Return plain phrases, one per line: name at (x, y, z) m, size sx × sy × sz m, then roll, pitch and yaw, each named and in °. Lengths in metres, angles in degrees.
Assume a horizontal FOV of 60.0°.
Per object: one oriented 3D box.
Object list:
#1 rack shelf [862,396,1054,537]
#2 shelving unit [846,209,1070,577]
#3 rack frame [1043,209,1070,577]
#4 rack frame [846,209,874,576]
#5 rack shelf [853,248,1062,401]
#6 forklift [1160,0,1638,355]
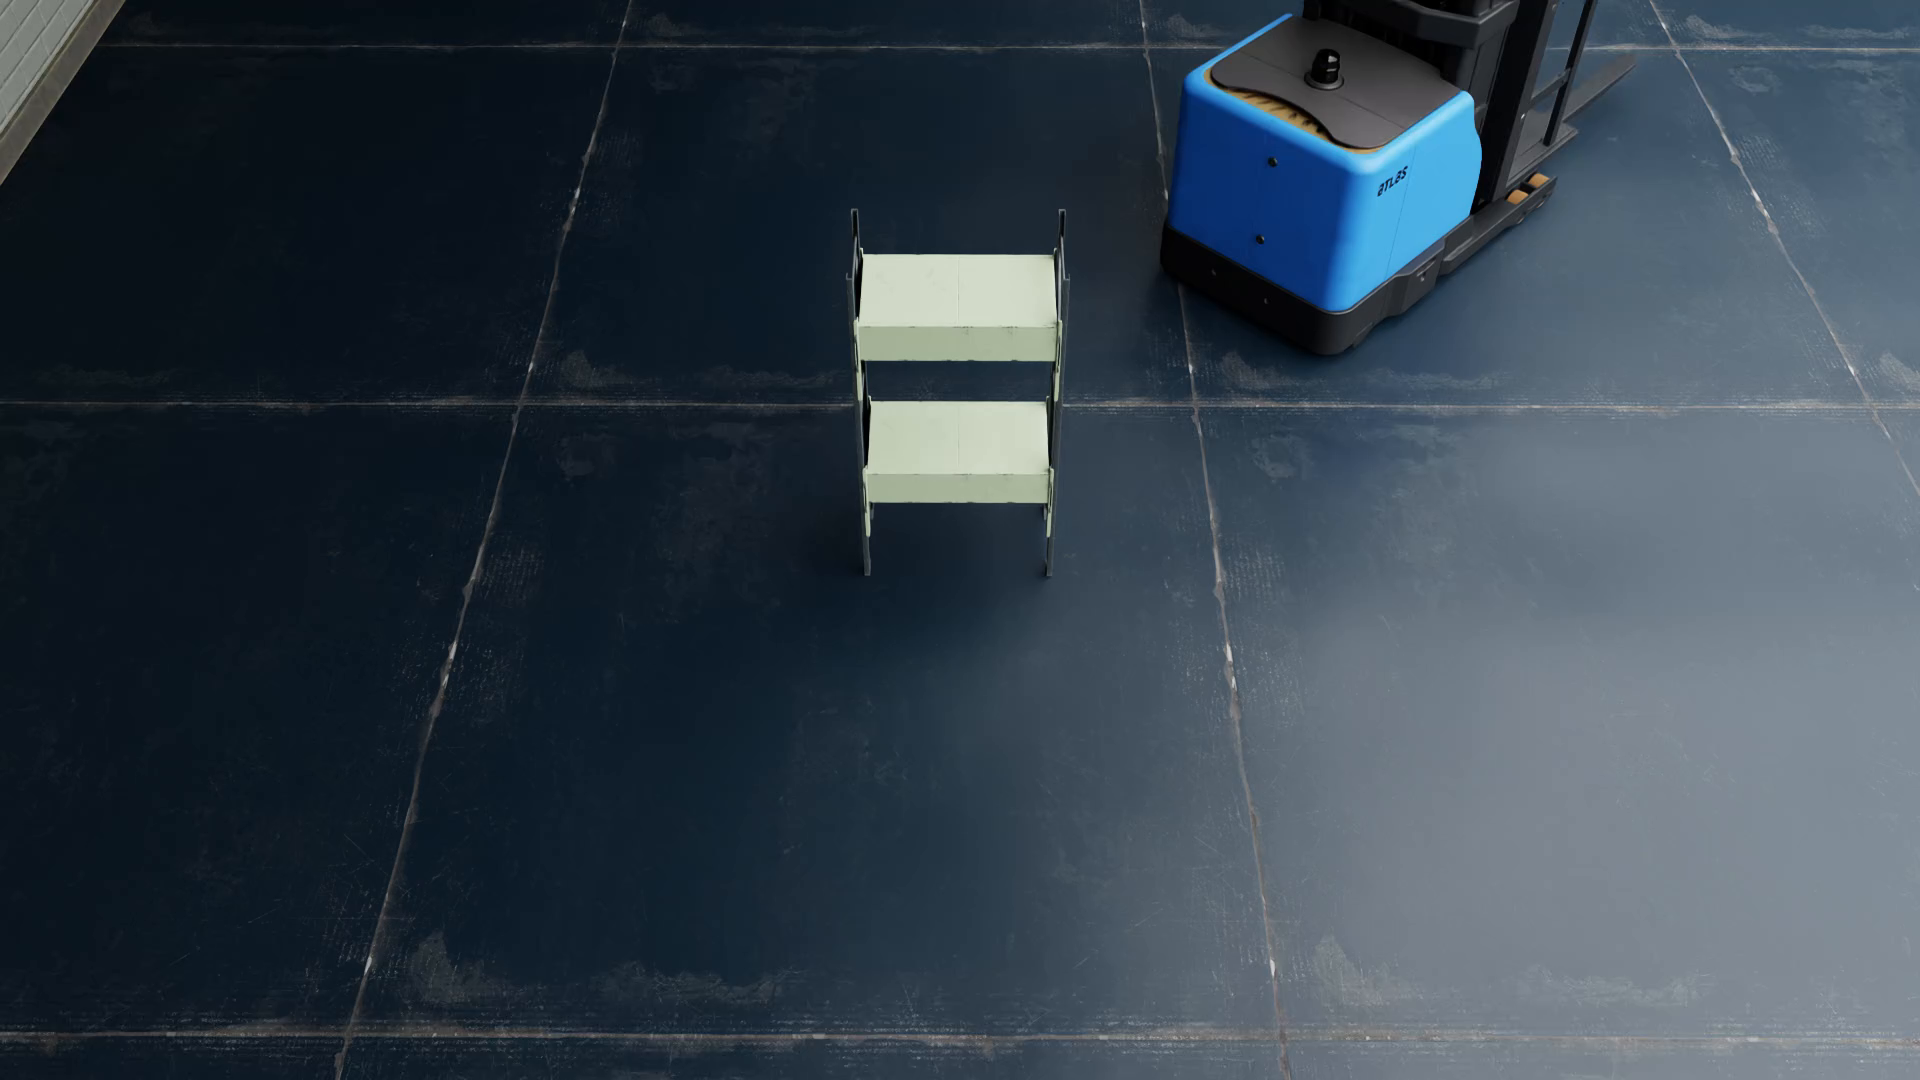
rack shelf at (-0.007, -0.289, 6.520) m, size 0.720 × 0.370 × 0.431 m, roll 0°, pitch 47°, yaw 0°
shelving unit at (-0.007, -0.511, 6.282) m, size 0.755 × 1.500 × 0.431 m, roll 0°, pitch 47°, yaw 0°
rack frame at (0.359, -0.510, 6.281) m, size 0.023 × 1.500 × 0.400 m, roll 0°, pitch 47°, yaw 0°
rack frame at (-0.373, -0.512, 6.283) m, size 0.023 × 1.500 × 0.400 m, roll 0°, pitch 47°, yaw 0°
rack shelf at (-0.007, -0.777, 5.996) m, size 0.720 × 0.370 × 0.431 m, roll 0°, pitch 47°, yaw 0°
forklift at (2.348, -2.812, 7.446) m, size 1.130 × 2.935 × 3.031 m, roll 36°, pitch 56°, yaw 28°
